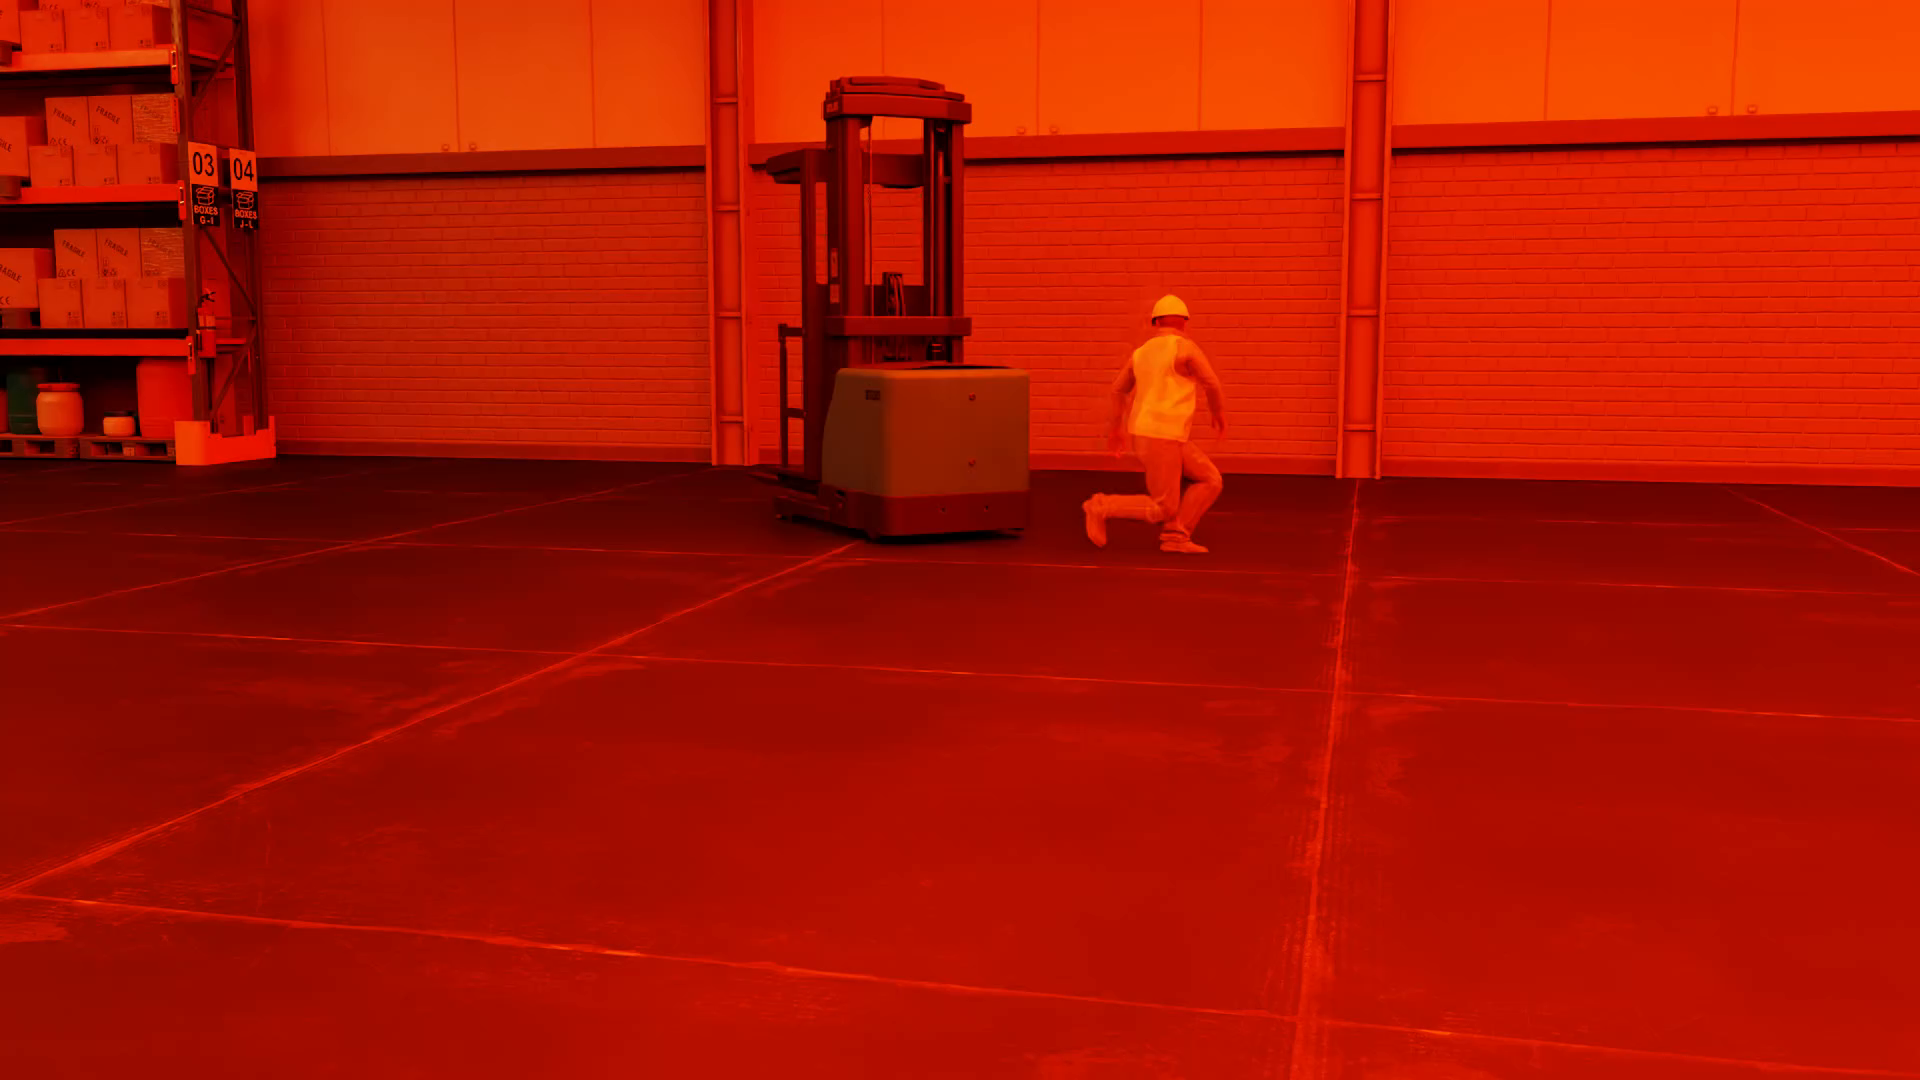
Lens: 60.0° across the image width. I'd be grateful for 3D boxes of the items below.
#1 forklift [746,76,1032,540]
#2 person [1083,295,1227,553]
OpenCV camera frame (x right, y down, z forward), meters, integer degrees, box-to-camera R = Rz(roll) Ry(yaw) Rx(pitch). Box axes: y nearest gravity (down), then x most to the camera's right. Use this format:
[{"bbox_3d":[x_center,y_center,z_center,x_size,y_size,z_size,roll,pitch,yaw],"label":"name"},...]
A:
[{"bbox_3d":[-0.665,-1.602,11.493,1.130,2.935,3.031,-4,8,-27],"label":"forklift"},{"bbox_3d":[1.165,-0.679,9.900,0.867,1.552,0.626,0,7,-3],"label":"person"}]
